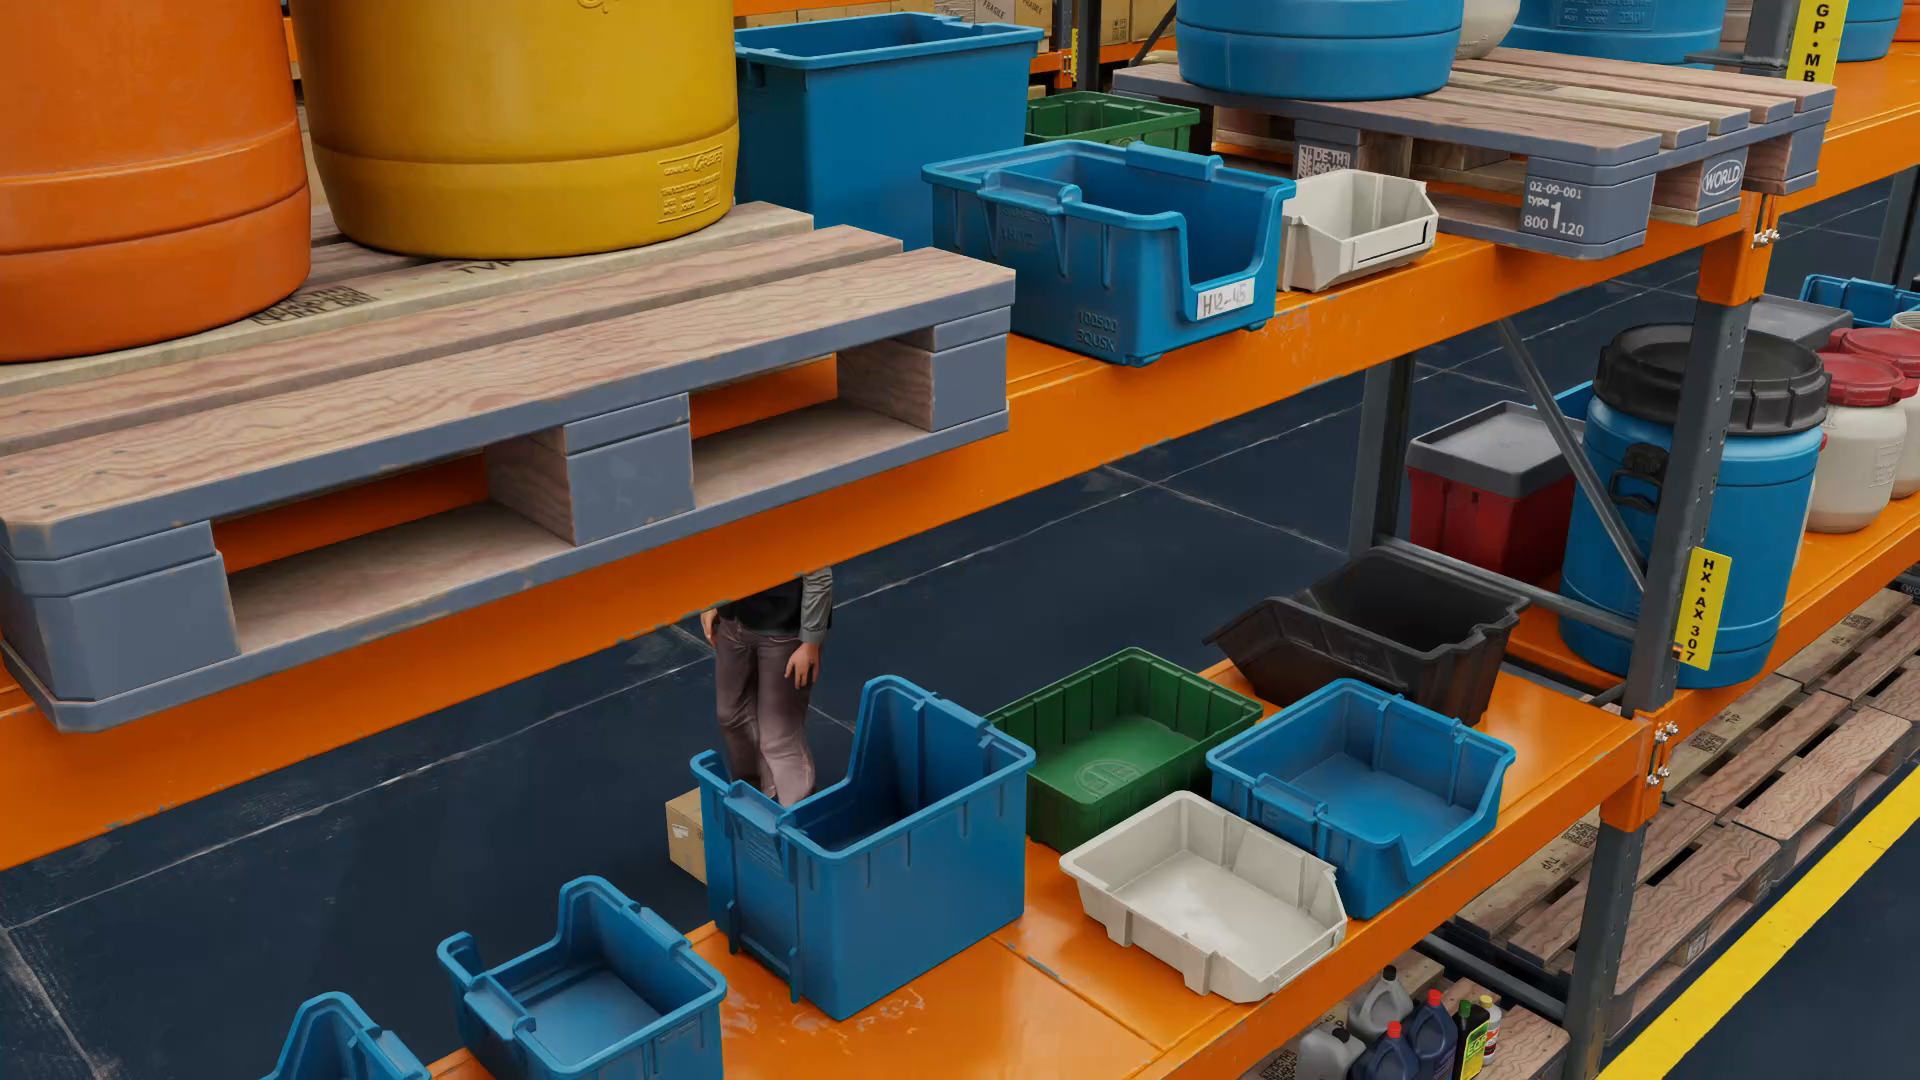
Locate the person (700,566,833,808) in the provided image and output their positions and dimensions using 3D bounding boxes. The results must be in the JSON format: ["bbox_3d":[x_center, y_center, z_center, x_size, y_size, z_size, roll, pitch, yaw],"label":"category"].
[{"bbox_3d":[-0.685,0.314,5.933,0.592,1.720,0.425,21,32,39],"label":"person"}]
